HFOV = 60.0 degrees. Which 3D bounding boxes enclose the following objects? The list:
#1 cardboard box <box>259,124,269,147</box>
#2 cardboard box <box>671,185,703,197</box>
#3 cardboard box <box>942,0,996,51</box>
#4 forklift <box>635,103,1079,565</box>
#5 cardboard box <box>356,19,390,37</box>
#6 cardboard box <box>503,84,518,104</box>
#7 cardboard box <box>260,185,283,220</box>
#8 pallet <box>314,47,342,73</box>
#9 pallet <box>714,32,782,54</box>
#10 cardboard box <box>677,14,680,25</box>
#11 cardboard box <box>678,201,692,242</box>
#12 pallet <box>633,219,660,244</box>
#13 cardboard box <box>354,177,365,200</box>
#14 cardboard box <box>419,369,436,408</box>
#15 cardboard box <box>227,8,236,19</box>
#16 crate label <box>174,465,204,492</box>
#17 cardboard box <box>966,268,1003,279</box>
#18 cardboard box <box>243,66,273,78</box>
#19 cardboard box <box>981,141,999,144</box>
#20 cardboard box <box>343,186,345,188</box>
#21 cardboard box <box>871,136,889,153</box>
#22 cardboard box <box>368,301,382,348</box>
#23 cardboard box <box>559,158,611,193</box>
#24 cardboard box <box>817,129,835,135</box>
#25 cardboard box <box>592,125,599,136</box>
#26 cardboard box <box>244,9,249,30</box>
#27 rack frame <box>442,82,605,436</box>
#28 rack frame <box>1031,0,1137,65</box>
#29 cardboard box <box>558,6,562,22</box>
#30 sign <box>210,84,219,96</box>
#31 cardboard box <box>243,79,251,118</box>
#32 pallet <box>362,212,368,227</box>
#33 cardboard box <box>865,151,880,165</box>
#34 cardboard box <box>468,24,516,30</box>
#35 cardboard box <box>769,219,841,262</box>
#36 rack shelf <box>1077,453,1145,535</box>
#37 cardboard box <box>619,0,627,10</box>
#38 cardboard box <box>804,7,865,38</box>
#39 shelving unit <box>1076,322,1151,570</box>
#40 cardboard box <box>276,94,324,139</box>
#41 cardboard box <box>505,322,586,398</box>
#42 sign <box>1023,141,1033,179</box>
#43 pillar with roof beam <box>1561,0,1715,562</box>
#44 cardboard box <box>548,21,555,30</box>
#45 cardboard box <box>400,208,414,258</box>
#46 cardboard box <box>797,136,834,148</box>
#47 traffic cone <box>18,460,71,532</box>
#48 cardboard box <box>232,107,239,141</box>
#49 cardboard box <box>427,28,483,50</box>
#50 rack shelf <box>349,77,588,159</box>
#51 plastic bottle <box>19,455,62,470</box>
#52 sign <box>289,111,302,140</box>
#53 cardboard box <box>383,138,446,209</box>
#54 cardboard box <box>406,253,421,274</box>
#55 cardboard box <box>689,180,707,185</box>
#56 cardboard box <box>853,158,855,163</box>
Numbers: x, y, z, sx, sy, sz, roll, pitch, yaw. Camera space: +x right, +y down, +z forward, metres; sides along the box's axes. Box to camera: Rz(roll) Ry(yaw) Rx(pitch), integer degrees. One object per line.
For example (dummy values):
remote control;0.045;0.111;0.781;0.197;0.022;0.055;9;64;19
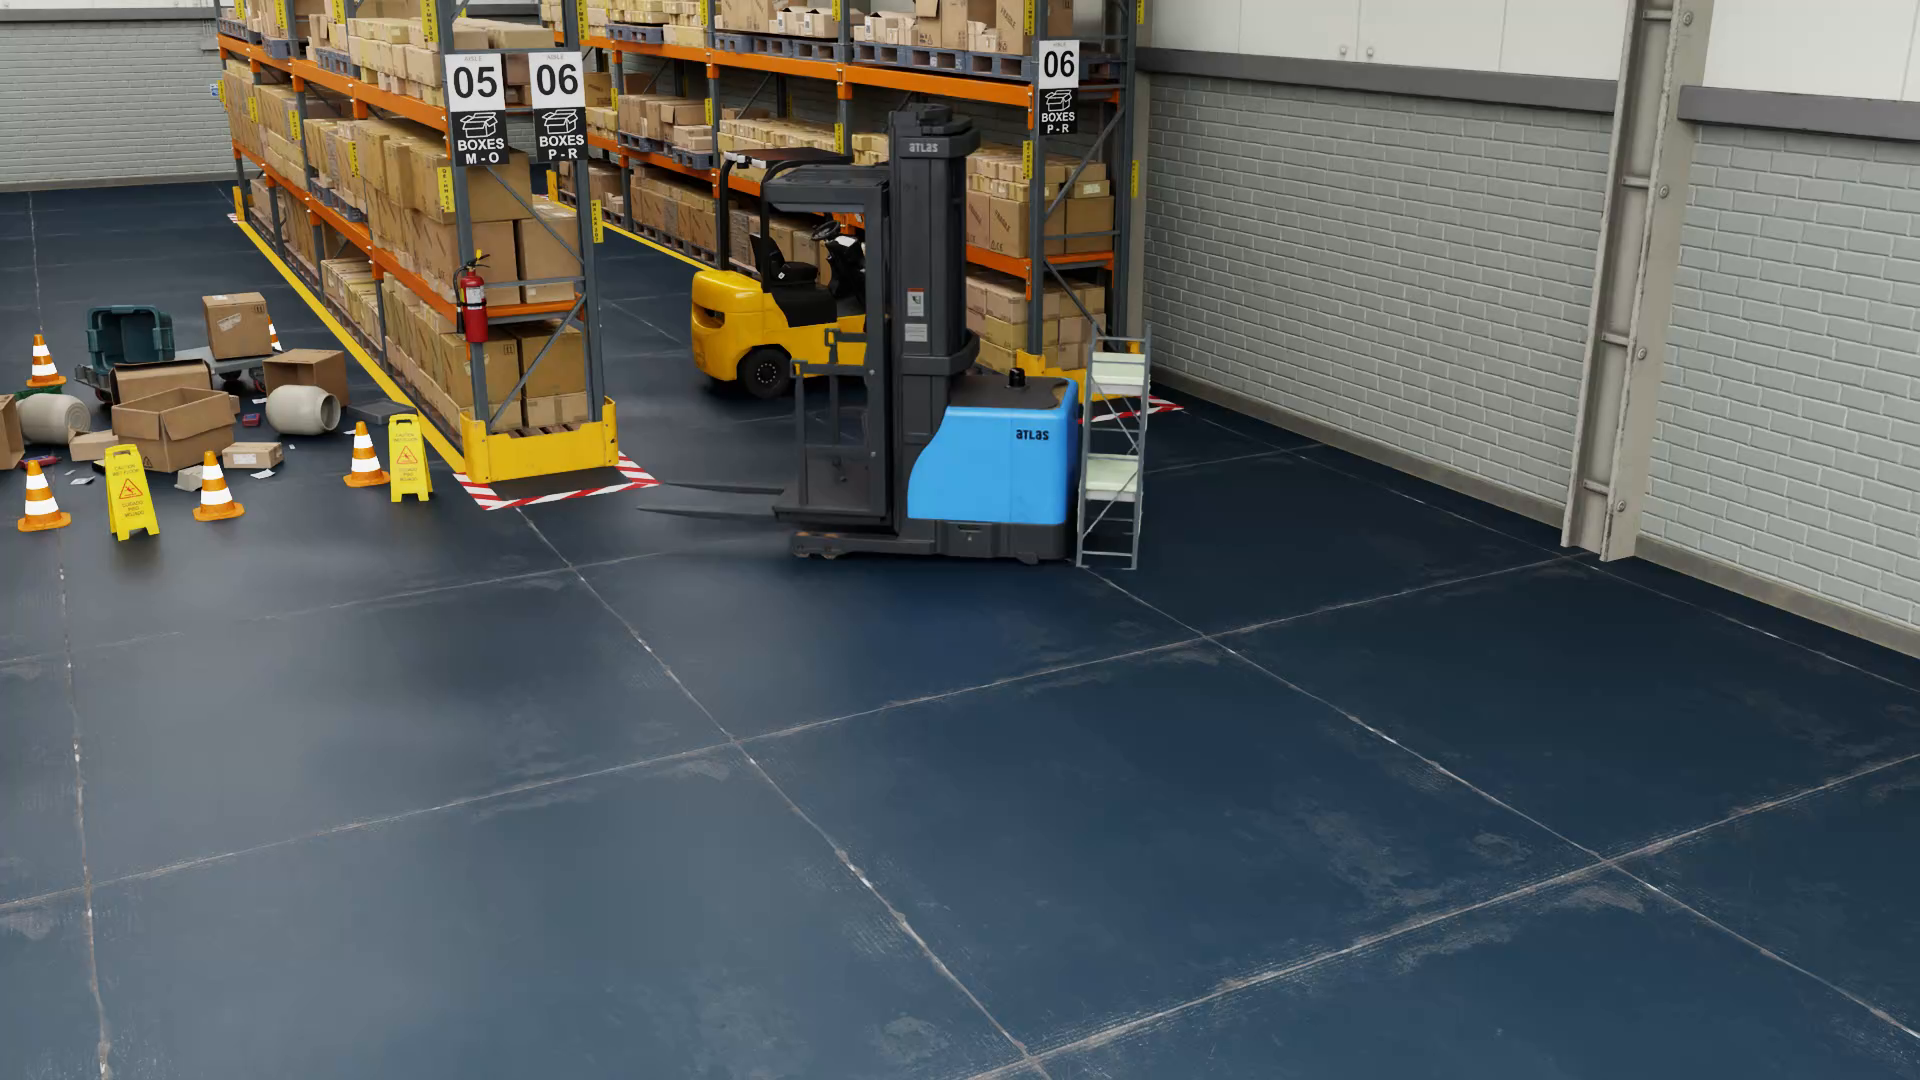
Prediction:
cardboard box;-9.026;-5.405;22.159;0.500;0.250;0.500;-11;22;-28
cardboard box;-3.855;-4.920;23.486;0.380;0.149;0.250;-10;21;-26
cardboard box;0.255;-4.844;15.522;0.700;0.500;0.500;-10;21;-26
forklift;-0.717;-1.427;11.274;3.031;2.935;1.130;3;19;8
cardboard box;-5.176;-4.578;14.863;0.380;0.149;0.250;-9;21;-25
cardboard box;-3.363;-3.471;12.877;0.380;0.149;0.250;-11;22;-28
cardboard box;-10.043;-5.109;25.124;0.875;0.438;0.875;-9;21;-25
pallet;-5.882;-4.933;17.018;1.213;0.211;1.003;-10;21;-27
pallet;-2.320;-6.179;20.629;1.213;0.211;1.003;-9;21;-24
cardboard box;-3.540;-6.932;22.141;0.380;0.149;0.250;-10;21;-26
cardboard box;-3.590;-4.431;23.062;0.500;0.500;0.500;-9;21;-24
pallet;-4.200;-4.633;24.735;1.003;0.211;1.213;-10;21;-27
cardboard box;-5.609;-3.596;16.201;0.500;0.500;0.500;-10;22;-28
cardboard box;-4.401;-1.353;14.525;0.500;0.250;0.500;-11;22;-29
cardboard box;-10.572;-7.754;24.495;0.380;0.149;0.250;-9;21;-25
crate label;-5.871;-0.481;12.816;0.298;0.136;0.250;11;22;30
cardboard box;0.089;-2.479;16.254;0.500;0.250;0.500;-10;21;-26
cardboard box;-9.964;-6.652;23.629;0.380;0.149;0.250;-10;22;-28
cardboard box;0.176;-3.960;16.904;0.380;0.149;0.250;-10;22;-27
cardboard box;-6.147;-3.592;17.185;0.380;0.149;0.250;-10;21;-27
cardboard box;-0.712;-4.181;17.546;0.380;0.149;0.250;-10;21;-26
cardboard box;-5.439;-2.219;16.849;0.950;0.372;0.625;-10;21;-26
cardboard box;-6.312;-6.156;28.055;0.797;0.503;0.637;-11;22;-29
cardboard box;-1.482;-4.815;19.840;0.380;0.149;0.250;-10;21;-26
cardboard box;-5.528;-6.403;25.975;0.380;0.149;0.250;-10;22;-27
cardboard box;-9.057;-6.764;21.600;0.396;0.266;0.258;-10;22;-27
rack frame;-3.288;-1.964;12.726;1.000;3.000;0.127;-10;21;-27
rack frame;1.078;-5.570;13.978;1.000;3.000;0.127;-10;21;-27
cardboard box;-6.058;-8.354;26.418;0.500;0.250;0.500;-11;22;-28
sign;-13.656;-8.310;30.702;0.327;0.218;0.001;-10;21;-27
cardboard box;-9.687;-6.169;23.224;0.500;0.500;0.500;-10;22;-27
pallet;-5.423;-3.264;16.786;1.003;0.211;1.213;-10;21;-27
cardboard box;-0.777;-4.030;17.564;0.380;0.149;0.250;-9;21;-25
cardboard box;-3.731;-4.065;13.378;0.380;0.149;0.250;-10;21;-27
cardboard box;-1.799;-3.546;20.306;0.875;0.625;0.625;-11;22;-29
rack shelf;1.026;-0.332;11.275;0.431;0.370;0.720;4;19;5
cardboard box;-4.592;-7.566;23.493;0.380;0.149;0.250;-10;22;-28
cardboard box;-1.379;-5.674;18.218;0.500;0.311;0.500;-11;22;-28
shelving unit;1.035;-0.640;11.168;0.431;1.500;0.755;4;19;5
cardboard box;-8.044;-5.178;20.354;0.500;0.500;0.500;-10;21;-27
cardboard box;-3.440;-1.499;13.798;0.500;0.500;0.500;-11;22;-28
sign;0.594;-3.314;14.497;0.100;0.325;0.005;-10;21;-27
pillar with roof beam;0.601;-3.520;8.038;9.100;9.000;0.400;-10;21;-27
cardboard box;-6.573;-8.499;27.450;0.380;0.149;0.250;-9;21;-26
cardboard box;-4.481;-2.702;14.255;0.500;0.500;0.500;-10;21;-26
cardboard box;-1.629;-4.505;18.940;0.380;0.149;0.250;-11;22;-28
traffic cone;-6.599;-0.342;11.913;0.336;0.463;0.334;-10;21;-27
cardboard box;-10.646;-6.282;25.084;0.500;0.500;0.500;-10;22;-27
cardboard box;-3.797;-3.772;12.528;0.380;0.149;0.250;-10;21;-26
rack shelf;-4.238;-3.616;14.018;1.077;0.370;4.000;-10;21;-27
plastic bottle;-7.389;-0.631;13.368;0.133;0.061;0.283;16;25;39
sign;-7.574;-4.721;18.940;0.100;0.325;0.005;-10;21;-27
cardboard box;-4.289;-3.015;13.627;0.700;0.500;0.500;-10;22;-27
cardboard box;-4.577;-2.417;14.423;0.380;0.149;0.250;-10;21;-27
cardboard box;-3.711;-5.142;24.127;0.380;0.149;0.250;-9;21;-25
cardboard box;-1.279;-4.149;18.521;0.500;0.250;0.500;-10;22;-28
